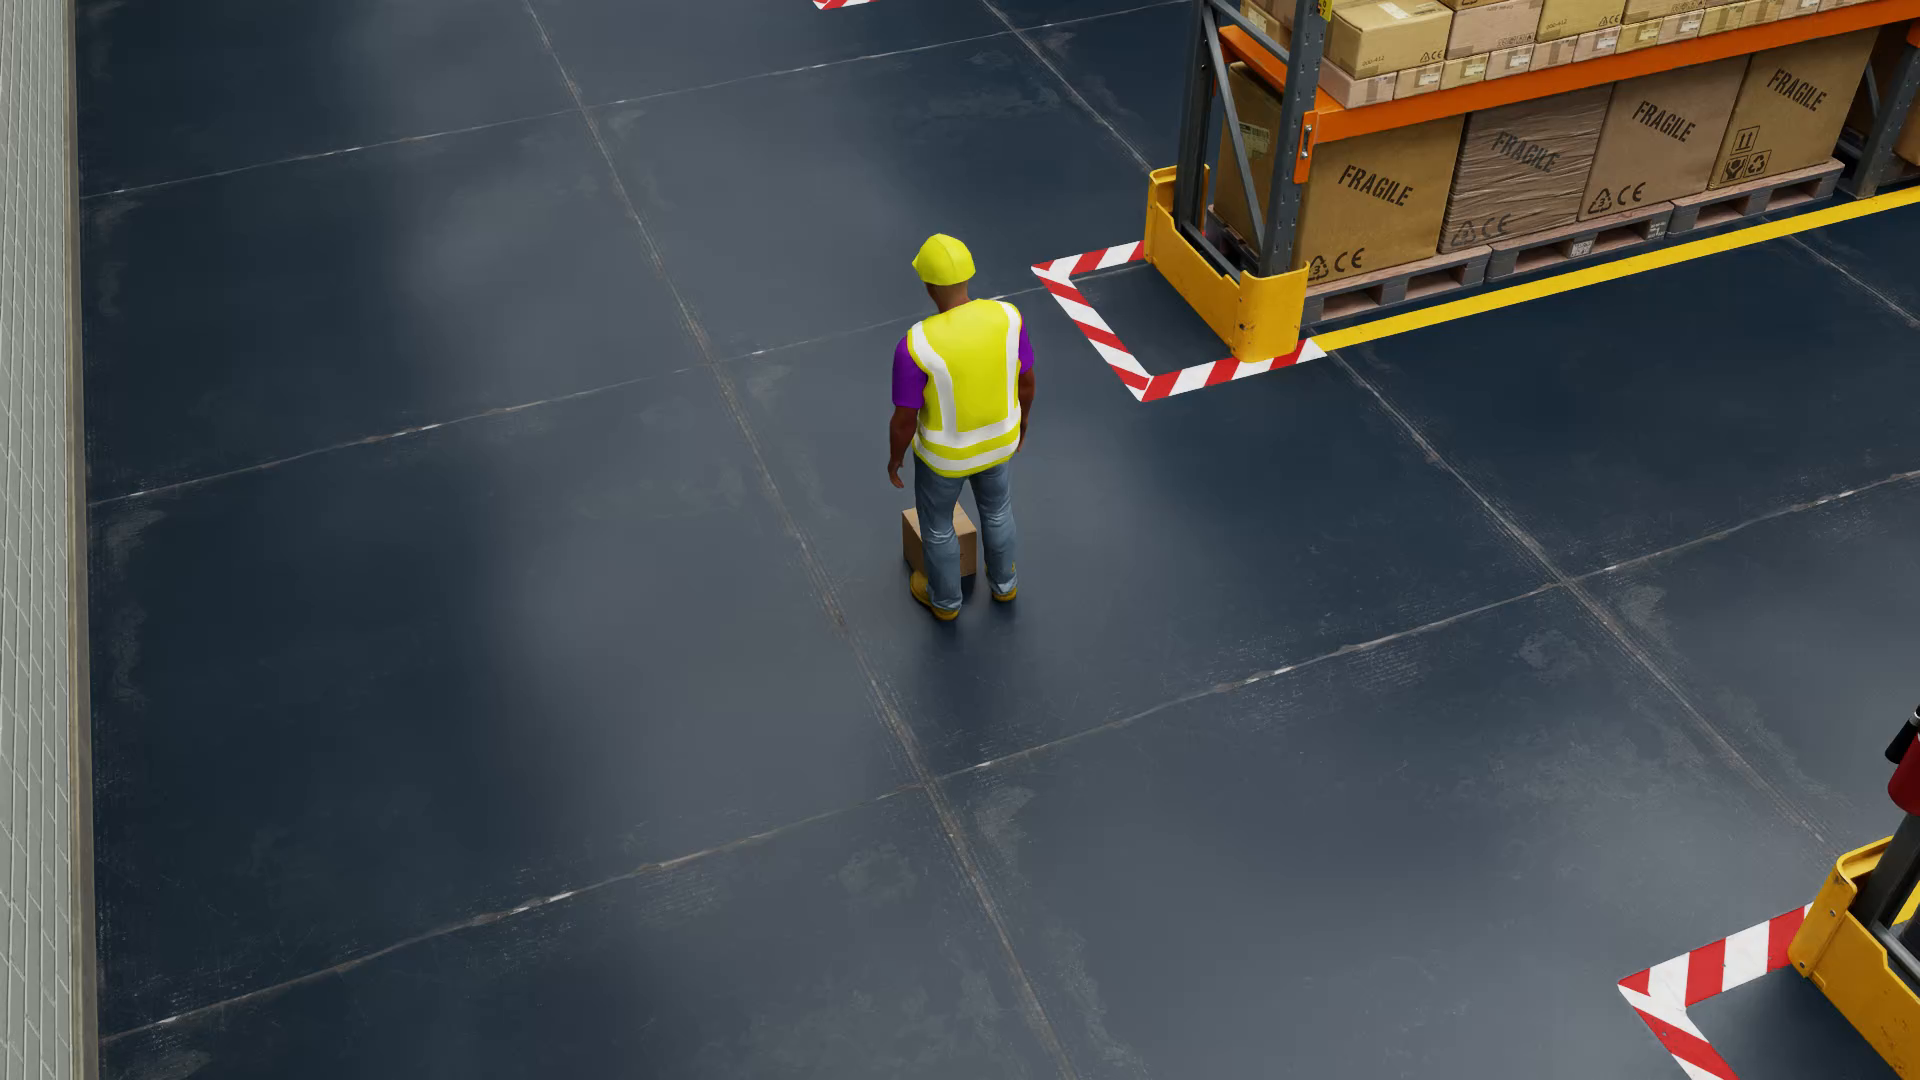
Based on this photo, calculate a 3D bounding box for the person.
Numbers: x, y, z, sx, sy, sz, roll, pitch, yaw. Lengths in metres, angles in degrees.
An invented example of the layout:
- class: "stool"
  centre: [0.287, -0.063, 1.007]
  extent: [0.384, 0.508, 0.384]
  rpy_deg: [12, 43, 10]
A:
- class: "person"
  centre: [-0.002, -0.413, 6.614]
  extent: [0.633, 1.759, 0.462]
  rpy_deg: [-18, 45, -19]
